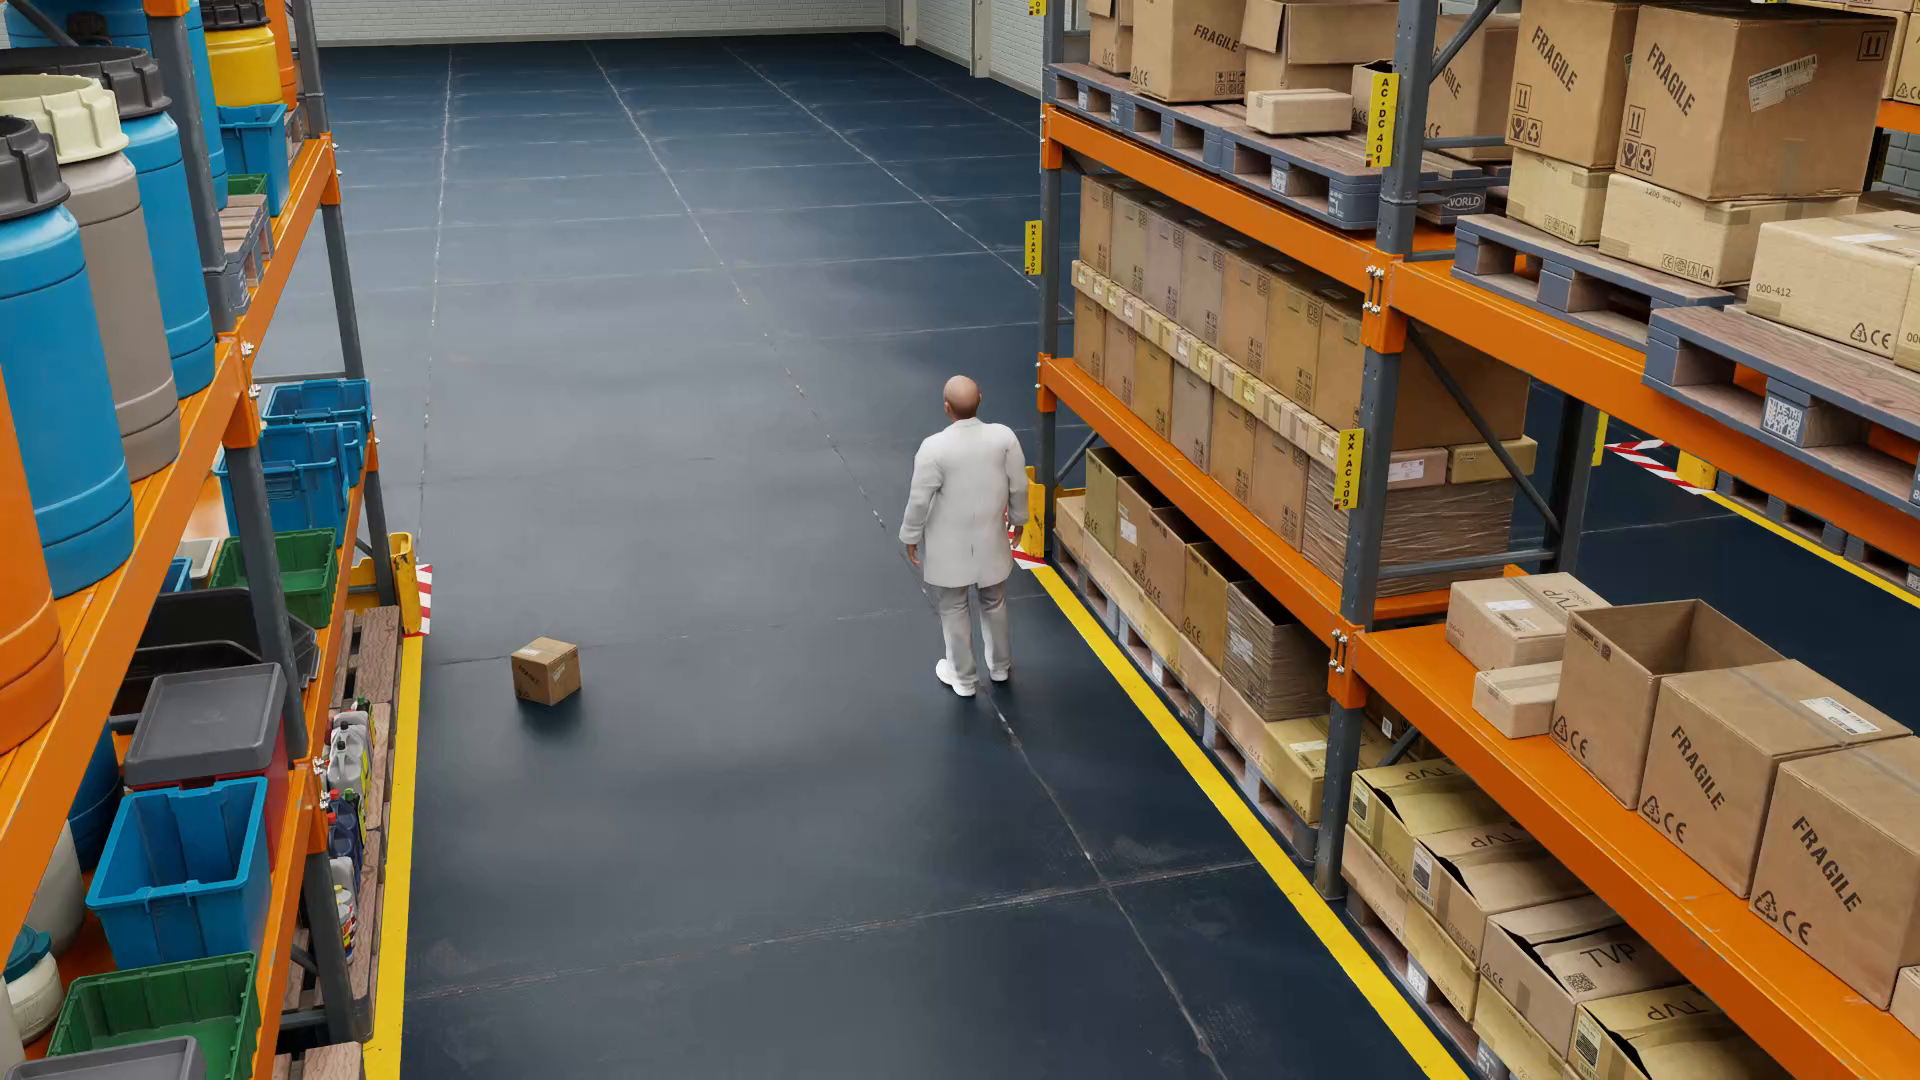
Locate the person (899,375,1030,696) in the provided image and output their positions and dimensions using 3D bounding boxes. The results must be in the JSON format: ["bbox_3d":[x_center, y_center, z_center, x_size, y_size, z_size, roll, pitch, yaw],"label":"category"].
[{"bbox_3d":[0.006,-0.043,8.710,0.697,1.762,0.581,-6,23,-14],"label":"person"}]
